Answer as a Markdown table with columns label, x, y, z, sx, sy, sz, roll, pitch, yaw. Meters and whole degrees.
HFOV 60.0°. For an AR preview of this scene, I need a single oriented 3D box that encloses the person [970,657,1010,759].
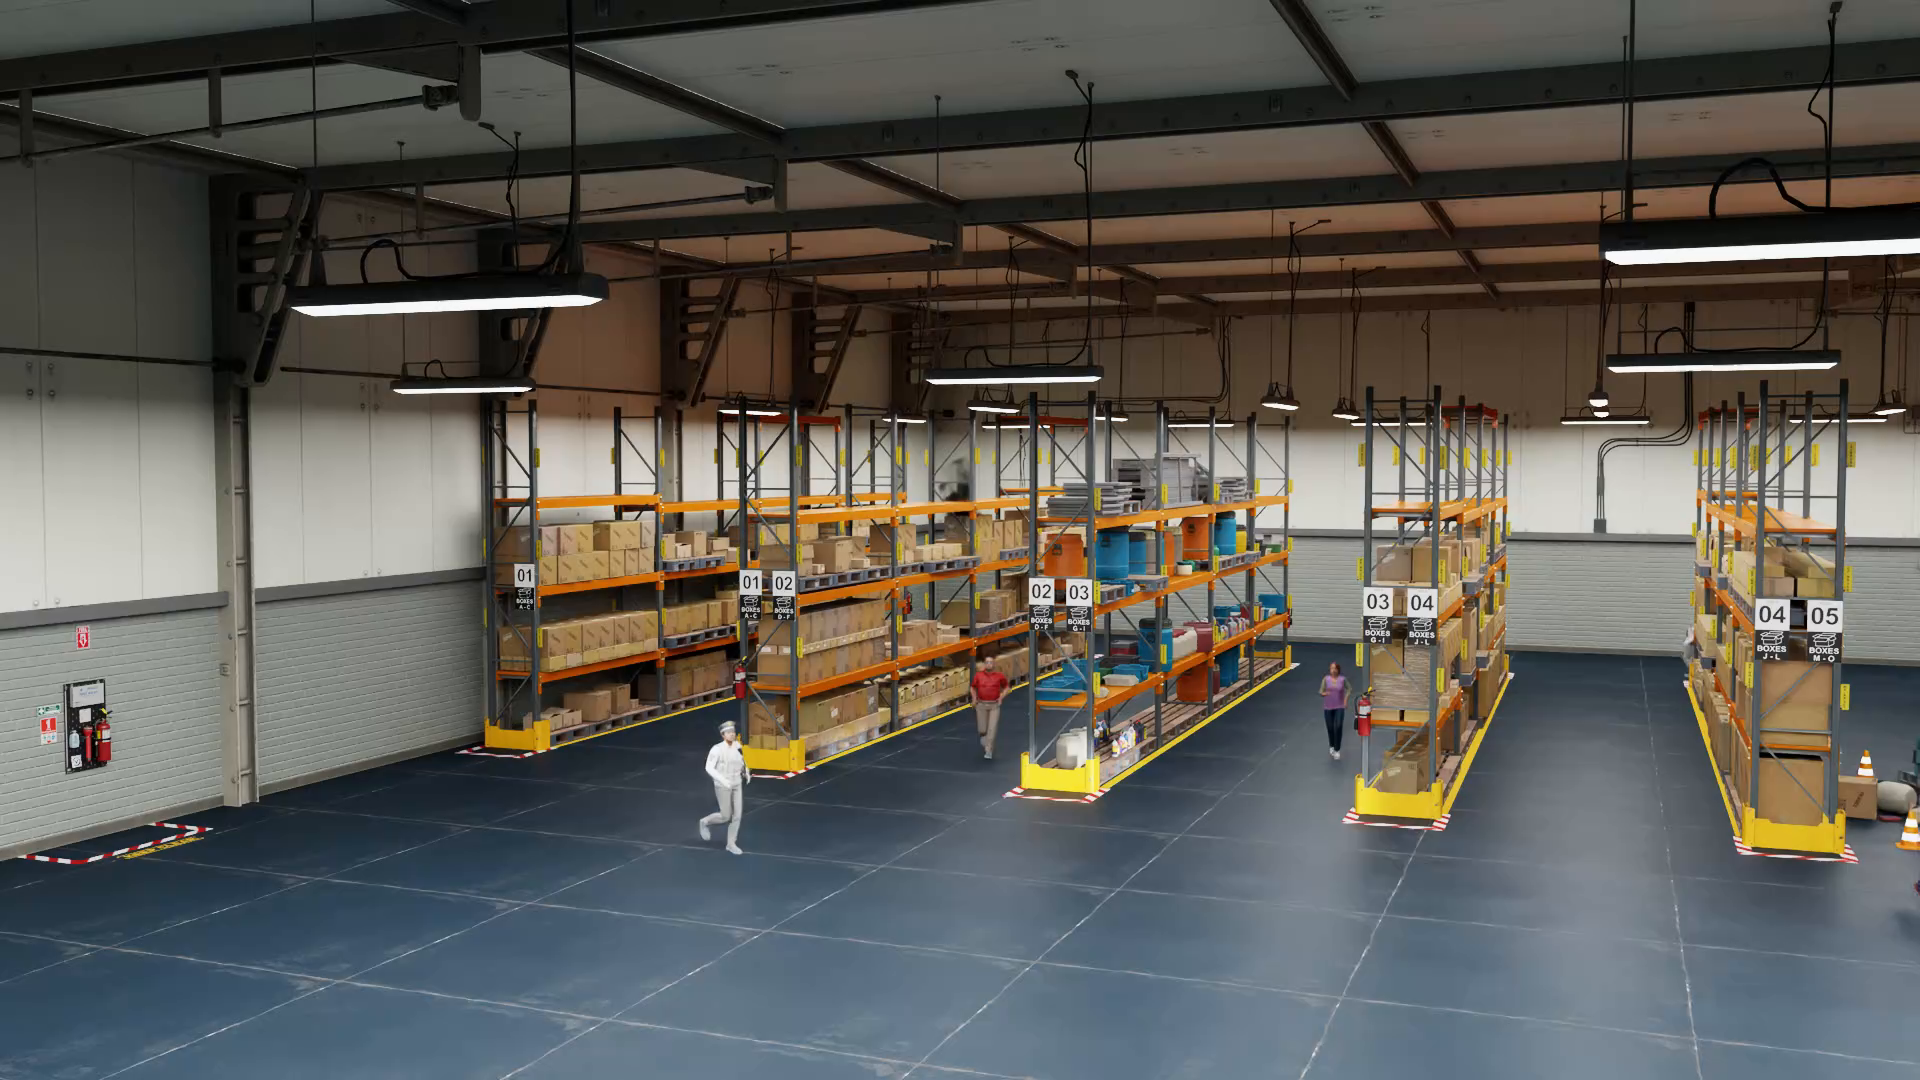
| label | x | y | z | sx | sy | sz | roll | pitch | yaw |
| --- | --- | --- | --- | --- | --- | --- | --- | --- | --- |
| person | 0.498 | 2.789 | 27.836 | 0.663 | 1.681 | 0.708 | 0 | 3 | 5 |

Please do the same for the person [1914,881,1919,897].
| label | x | y | z | sx | sy | sz | roll | pitch | yaw |
| --- | --- | --- | --- | --- | --- | --- | --- | --- | --- |
| person | 10.744 | 3.324 | 17.874 | 0.618 | 1.642 | 0.853 | -1 | 3 | -23 |

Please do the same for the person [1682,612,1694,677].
| label | x | y | z | sx | sy | sz | roll | pitch | yaw |
| --- | --- | --- | --- | --- | --- | --- | --- | --- | --- |
| person | 16.602 | 2.337 | 37.645 | 0.545 | 1.605 | 0.680 | 2 | 3 | 36 |

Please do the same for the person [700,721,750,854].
| label | x | y | z | sx | sy | sz | roll | pitch | yaw |
| --- | --- | --- | --- | --- | --- | --- | --- | --- | --- |
| person | -2.985 | 3.132 | 21.242 | 0.622 | 1.685 | 0.683 | -3 | 4 | -43 |

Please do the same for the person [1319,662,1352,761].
| label | x | y | z | sx | sy | sz | roll | pitch | yaw |
| --- | --- | --- | --- | --- | --- | --- | --- | --- | --- |
| person | 6.223 | 2.841 | 27.630 | 0.514 | 1.635 | 0.660 | 1 | 3 | 19 |
